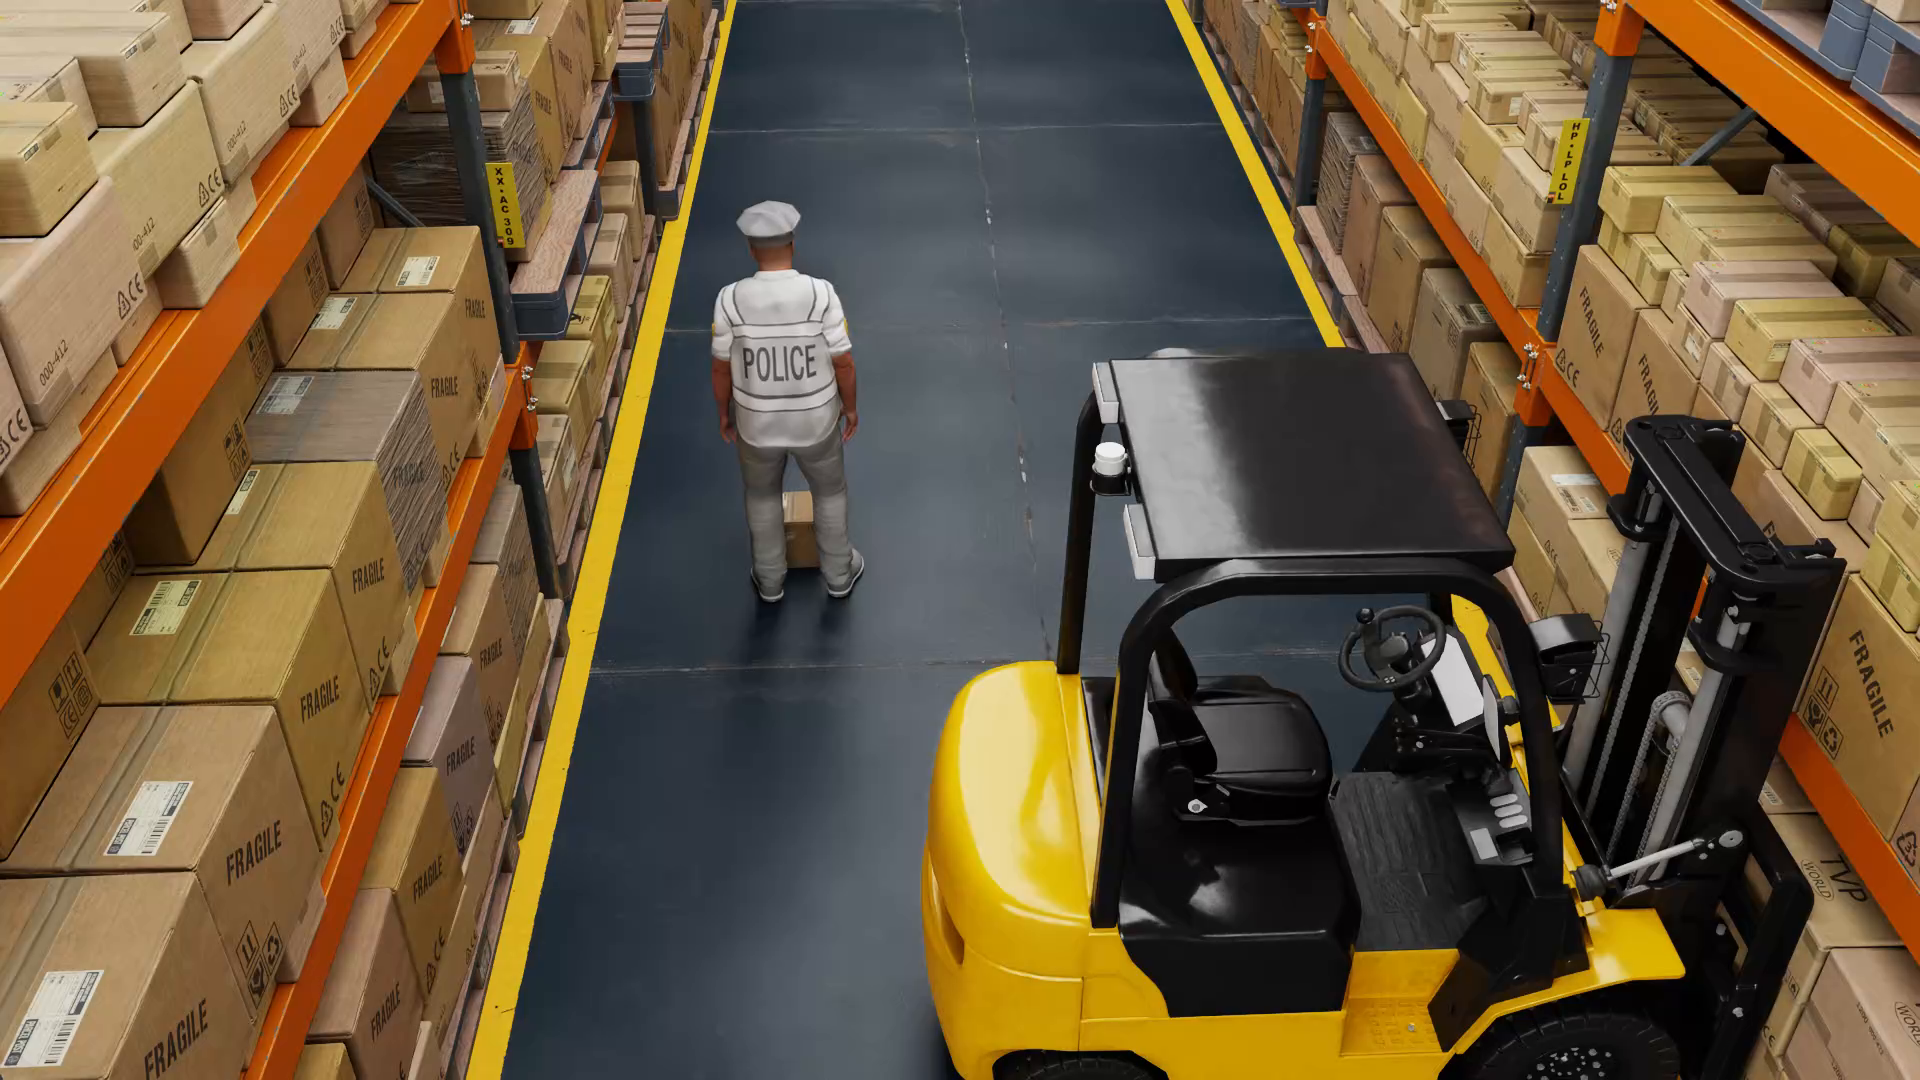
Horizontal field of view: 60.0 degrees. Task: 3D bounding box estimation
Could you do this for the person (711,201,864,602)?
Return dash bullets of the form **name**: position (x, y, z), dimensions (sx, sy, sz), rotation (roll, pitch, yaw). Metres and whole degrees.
- **person**: position (-0.712, -0.508, 6.863), dimensions (0.585, 1.749, 0.439), rotation (-2, 35, -3)
